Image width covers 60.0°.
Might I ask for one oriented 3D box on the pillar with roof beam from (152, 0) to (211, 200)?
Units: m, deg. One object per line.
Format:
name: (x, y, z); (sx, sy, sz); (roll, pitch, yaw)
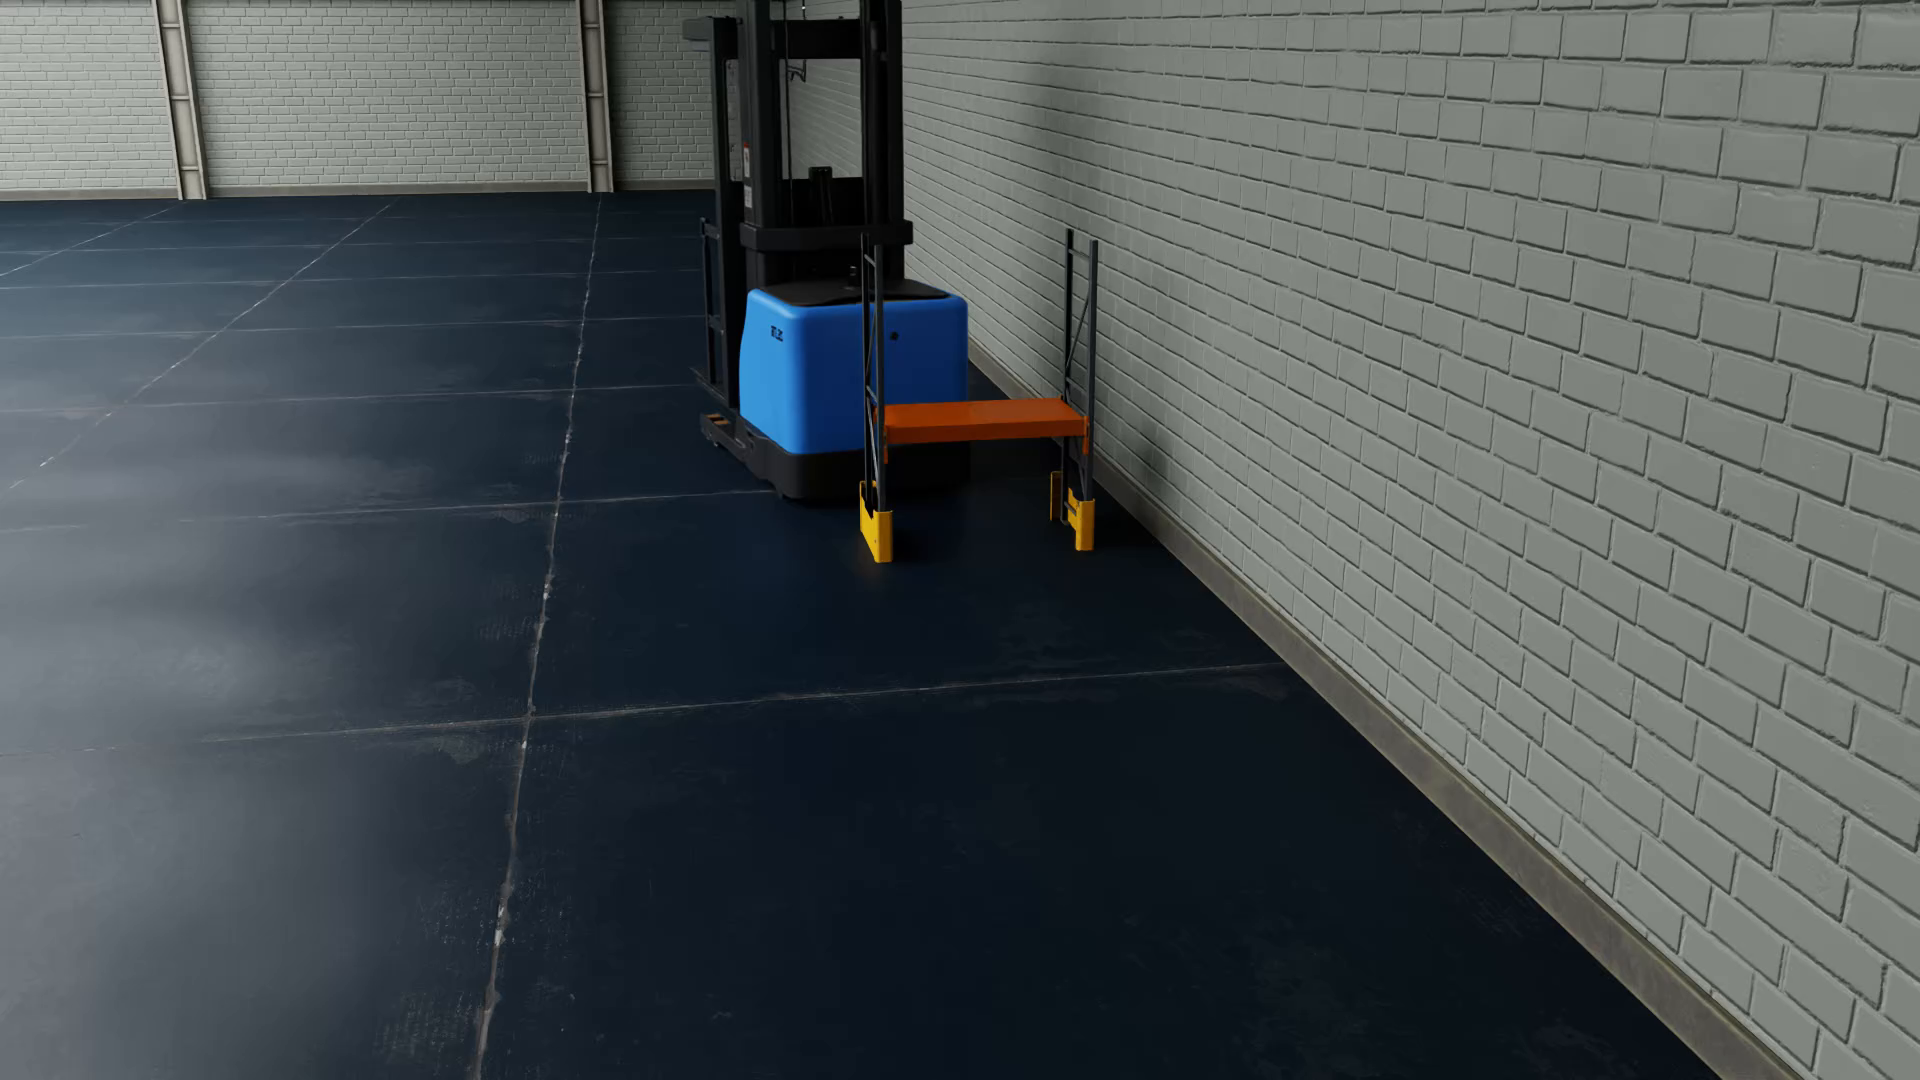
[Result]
pillar with roof beam: (-10.721, -8.212, 19.722); (0.400, 9.000, 9.100); (-3, 17, -10)

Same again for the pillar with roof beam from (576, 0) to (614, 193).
pillar with roof beam: (-4.830, -8.546, 20.810); (0.400, 9.000, 9.100); (-3, 17, -10)

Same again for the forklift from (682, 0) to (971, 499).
forklift: (-0.966, -2.007, 9.854); (1.130, 2.935, 3.031); (-7, 18, -21)

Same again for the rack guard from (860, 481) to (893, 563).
rack guard: (-0.414, -0.096, 8.199); (0.087, 0.250, 0.587); (-3, 17, -10)

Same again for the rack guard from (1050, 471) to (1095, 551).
rack guard: (0.564, -0.151, 8.379); (0.087, 0.250, 0.587); (-3, 17, -10)

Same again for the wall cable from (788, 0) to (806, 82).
wall cable: (-2.504, -8.086, 24.600); (0.112, 2.526, 3.097); (-3, 17, -10)

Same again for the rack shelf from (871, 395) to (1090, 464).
rack shelf: (0.084, -0.550, 8.160); (1.000, 0.185, 0.538); (-3, 17, -10)

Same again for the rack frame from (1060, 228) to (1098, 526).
rack frame: (0.583, -0.750, 8.199); (0.032, 1.500, 0.500); (-3, 17, -10)

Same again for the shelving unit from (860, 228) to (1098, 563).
shelving unit: (0.075, -0.721, 8.105); (1.083, 1.500, 0.587); (-3, 17, -10)

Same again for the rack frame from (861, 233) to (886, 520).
rack frame: (-0.415, -0.693, 8.015); (0.032, 1.500, 0.500); (-3, 17, -10)
